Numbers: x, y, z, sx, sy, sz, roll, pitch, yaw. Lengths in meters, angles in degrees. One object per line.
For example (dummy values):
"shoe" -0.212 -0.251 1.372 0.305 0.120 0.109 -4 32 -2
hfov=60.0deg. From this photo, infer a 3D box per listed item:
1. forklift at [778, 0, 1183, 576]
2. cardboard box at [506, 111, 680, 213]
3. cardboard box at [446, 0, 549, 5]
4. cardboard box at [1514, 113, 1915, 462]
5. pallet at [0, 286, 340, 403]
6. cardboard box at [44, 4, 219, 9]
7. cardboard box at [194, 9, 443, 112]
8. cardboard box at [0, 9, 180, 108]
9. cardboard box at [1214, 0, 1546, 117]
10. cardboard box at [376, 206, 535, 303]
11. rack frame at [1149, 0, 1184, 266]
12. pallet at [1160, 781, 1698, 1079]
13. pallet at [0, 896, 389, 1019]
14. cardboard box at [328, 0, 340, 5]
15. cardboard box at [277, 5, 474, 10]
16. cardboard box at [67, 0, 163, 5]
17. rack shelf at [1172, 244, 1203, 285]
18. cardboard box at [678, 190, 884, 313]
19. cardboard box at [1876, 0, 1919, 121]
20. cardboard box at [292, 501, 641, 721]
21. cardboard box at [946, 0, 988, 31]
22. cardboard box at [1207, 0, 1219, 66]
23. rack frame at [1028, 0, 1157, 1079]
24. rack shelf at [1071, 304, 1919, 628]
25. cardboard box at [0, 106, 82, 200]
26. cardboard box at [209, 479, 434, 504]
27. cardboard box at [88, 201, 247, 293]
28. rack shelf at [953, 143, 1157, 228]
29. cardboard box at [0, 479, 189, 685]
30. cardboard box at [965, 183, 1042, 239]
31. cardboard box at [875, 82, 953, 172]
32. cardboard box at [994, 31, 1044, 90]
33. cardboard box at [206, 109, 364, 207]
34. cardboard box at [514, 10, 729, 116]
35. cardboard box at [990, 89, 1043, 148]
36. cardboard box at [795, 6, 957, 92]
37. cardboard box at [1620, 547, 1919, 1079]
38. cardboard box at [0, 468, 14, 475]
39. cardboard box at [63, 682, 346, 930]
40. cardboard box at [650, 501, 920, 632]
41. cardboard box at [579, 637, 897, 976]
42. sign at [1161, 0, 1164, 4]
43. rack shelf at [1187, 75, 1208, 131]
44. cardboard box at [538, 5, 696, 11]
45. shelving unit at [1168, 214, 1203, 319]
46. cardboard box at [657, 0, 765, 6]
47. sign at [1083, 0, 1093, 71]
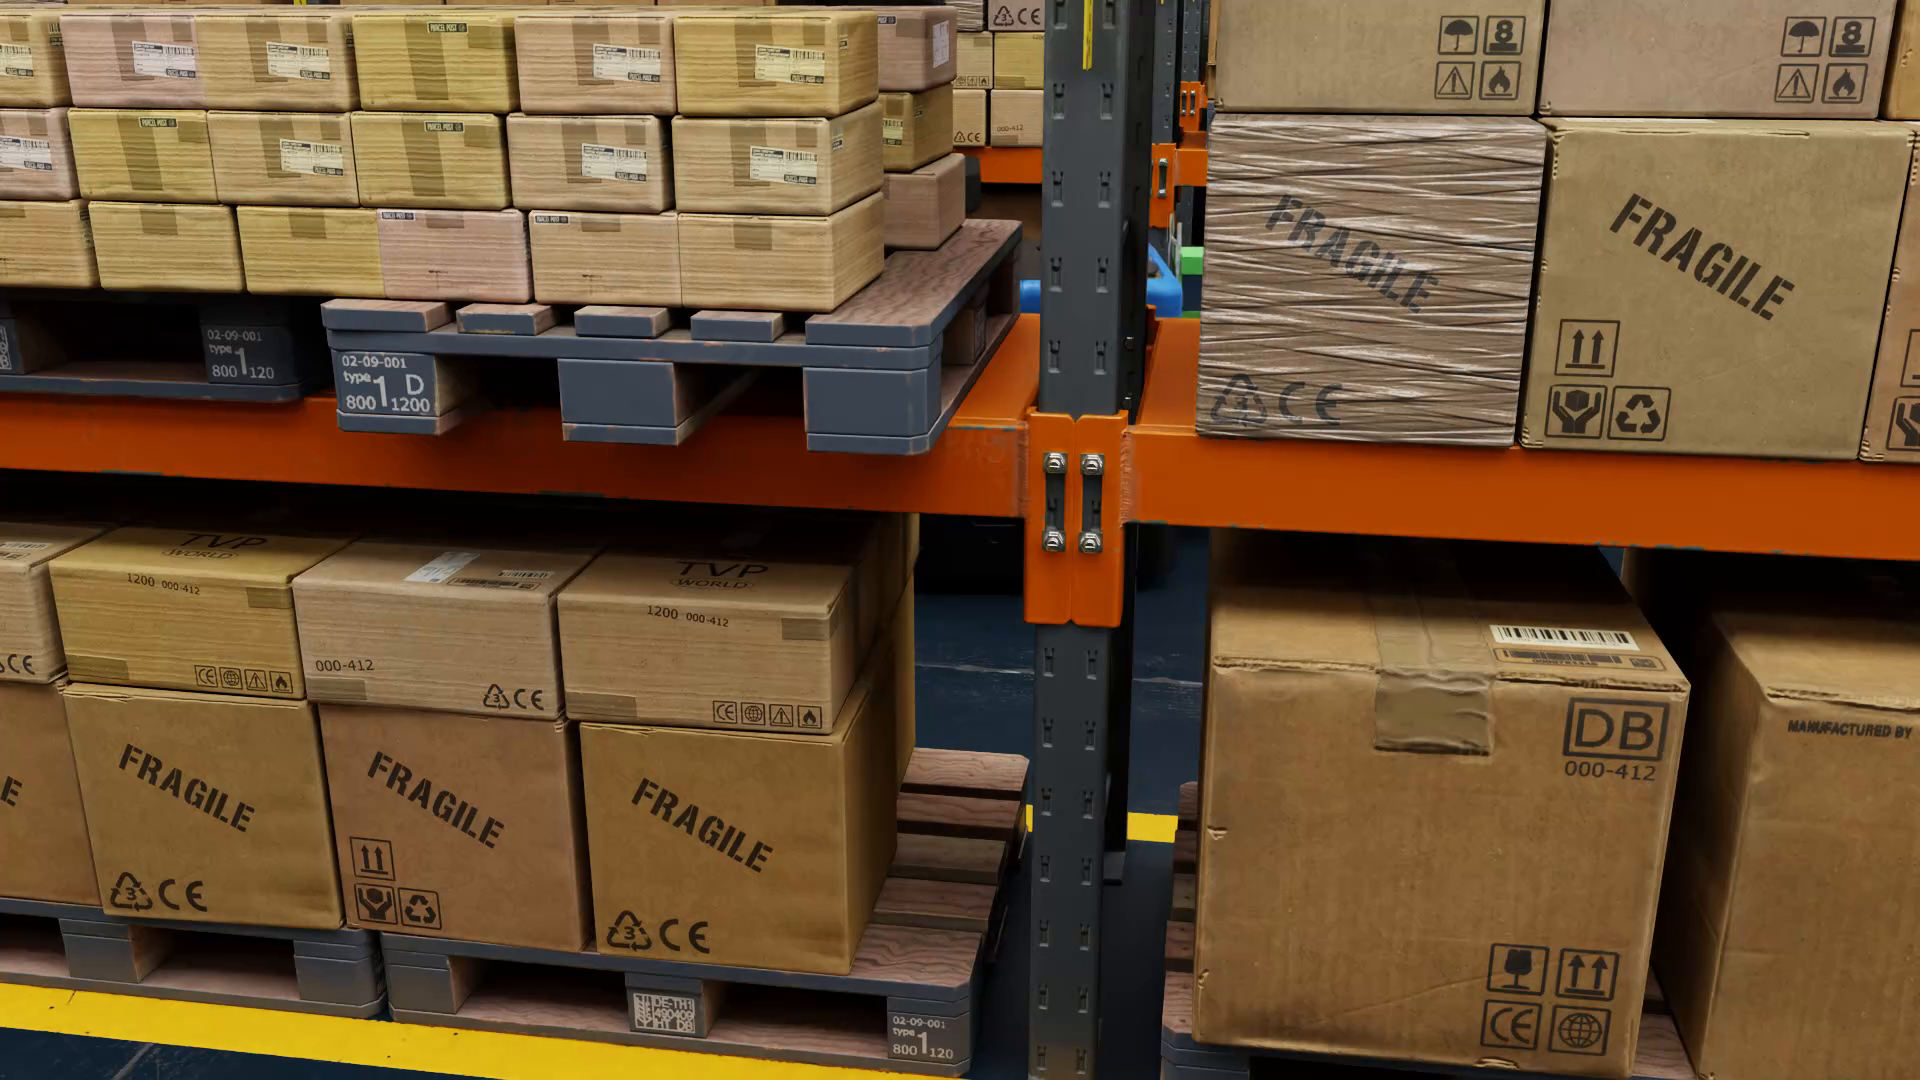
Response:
"forklift" -0.759 -1.376 5.796 3.031 2.935 1.130 0 19 0
"cardboard box" -0.553 -0.647 2.773 0.250 0.149 0.380 4 19 11
"cardboard box" -2.098 -2.680 7.852 0.500 0.500 0.500 3 19 8
"cardboard box" 1.174 -0.446 2.751 0.500 0.500 0.500 3 19 8
"pallet" -1.690 -0.526 3.451 1.213 0.211 1.003 3 19 9
"cardboard box" -1.698 -1.056 3.528 0.250 0.149 0.380 3 19 8
"cardboard box" -1.056 -0.812 2.800 0.250 0.149 0.380 3 19 10
"cardboard box" -1.562 -0.839 2.881 0.250 0.149 0.380 4 19 11
"cardboard box" 0.712 -1.026 2.909 0.500 0.500 0.700 3 19 8
"cardboard box" -0.788 -0.517 2.855 0.250 0.149 0.380 3 19 10
"rack frame" 0.956 -2.086 7.811 0.127 3.000 1.000 3 19 9
"pallet" 1.037 0.855 3.414 1.213 0.211 1.003 3 19 9
"pallet" -1.702 0.690 3.908 1.213 0.211 1.003 3 19 9
"cardboard box" -3.425 -2.909 8.536 0.500 0.500 0.500 3 19 9
"cardboard box" -1.191 -1.029 3.449 0.250 0.149 0.380 4 19 11
"cardboard box" -4.003 -2.774 8.134 0.500 0.500 0.500 3 19 8
"rack shelf" 1.021 -0.983 6.039 0.480 0.148 0.258 0 18 0
"cardboard box" -0.289 -0.491 2.778 0.250 0.149 0.380 3 19 10
"cardboard box" 1.719 -0.976 2.759 0.500 0.500 0.700 3 19 8
"cardboard box" -0.946 0.126 3.295 0.500 0.250 0.500 3 19 9
"cardboard box" -0.104 -2.575 7.539 0.500 0.500 0.500 3 19 10
"cardboard box" 1.364 -2.379 7.397 0.500 0.500 0.500 2 19 7
"rack frame" 0.271 -0.530 3.161 0.127 3.000 1.000 3 19 9
"rack shelf" 2.245 -0.089 2.974 4.000 0.370 1.077 3 19 9
"cardboard box" -1.563 -0.698 2.927 0.250 0.149 0.380 3 19 10
"cardboard box" -1.359 -0.065 3.865 0.500 0.250 0.500 3 19 9
"cardboard box" -1.300 -0.544 2.935 0.250 0.149 0.380 2 19 6
"rack shelf" -1.019 -1.846 8.226 4.000 0.370 1.077 3 19 9
"cardboard box" -1.962 0.072 3.456 0.500 0.250 0.500 4 19 11
"cardboard box" 0.287 -1.339 8.263 0.875 0.875 0.875 3 19 8
"cardboard box" -0.174 -0.839 3.347 0.250 0.149 0.380 4 19 11
"cardboard box" 0.438 -2.197 7.590 0.500 0.250 0.500 3 19 8
"cardboard box" -1.060 -0.672 2.849 0.250 0.149 0.380 3 19 9
"cardboard box" -0.533 -0.787 2.724 0.250 0.149 0.380 3 19 8
"cardboard box" 0.416 -1.959 7.668 0.500 0.250 0.500 2 19 7
"cardboard box" -0.159 -0.977 3.291 0.250 0.149 0.380 3 19 9
"cardboard box" 1.721 0.439 3.147 0.750 0.750 1.050 3 19 9
"cardboard box" -2.398 -0.113 4.008 0.500 0.250 0.500 4 19 11
"cardboard box" -1.457 0.456 3.491 0.500 0.500 0.500 2 19 6
"cardboard box" -0.372 -0.010 3.702 0.500 0.250 0.500 2 19 6
"cardboard box" -0.420 0.505 3.345 0.500 0.500 0.500 3 19 8
"sign" 0.871 -2.461 7.107 0.005 0.325 0.100 3 19 9
"rack shelf" 3.714 -3.200 12.272 4.000 0.370 1.077 3 19 9
"cardboard box" -0.662 -1.003 3.369 0.250 0.149 0.380 3 19 8
"shelving unit" 1.021 -0.588 6.171 0.503 1.200 0.258 0 18 0
"cardboard box" -1.091 -2.630 7.702 0.500 0.500 0.500 3 19 8
"sign" 0.194 -0.871 2.480 0.005 0.325 0.100 3 19 9
